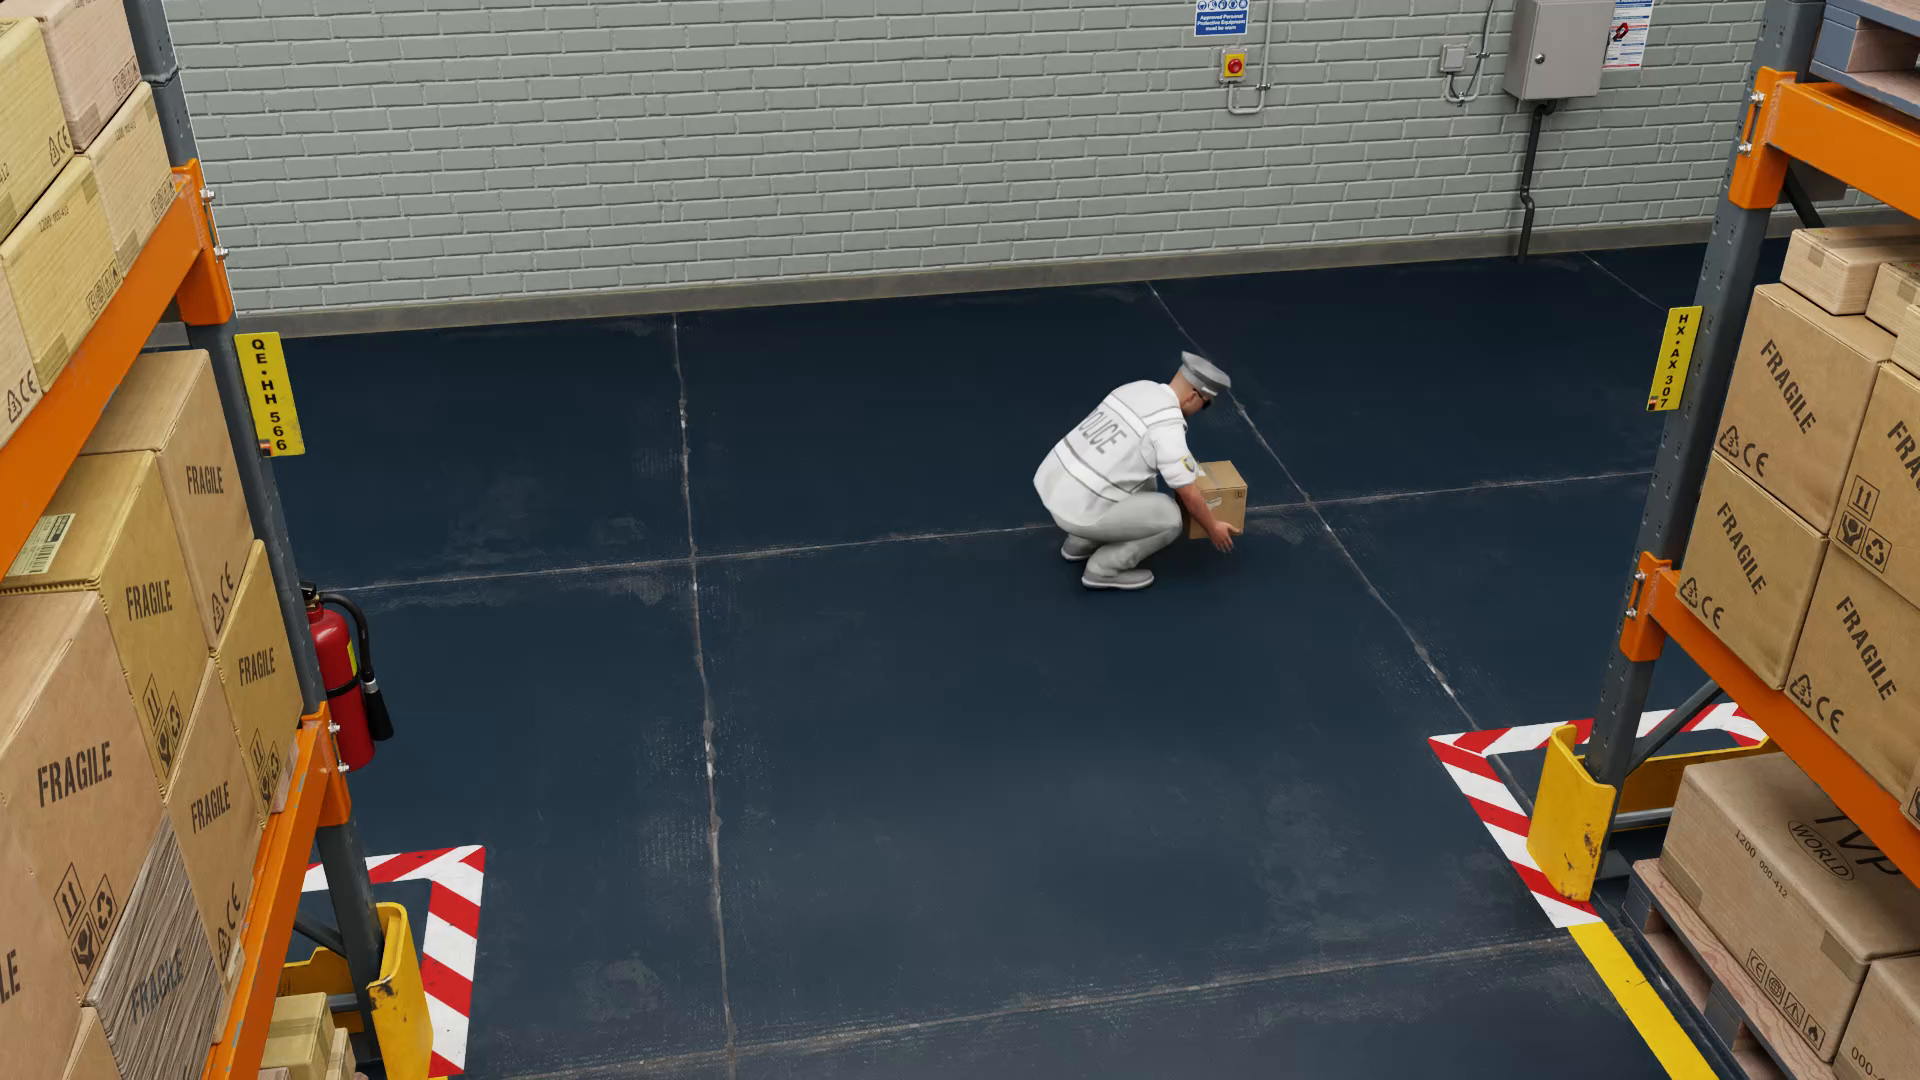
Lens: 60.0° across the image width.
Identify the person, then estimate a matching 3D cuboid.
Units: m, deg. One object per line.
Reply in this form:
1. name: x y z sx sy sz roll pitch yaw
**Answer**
1. person: 0.783 -0.310 7.392 0.903 1.016 0.536 -6 31 -9
